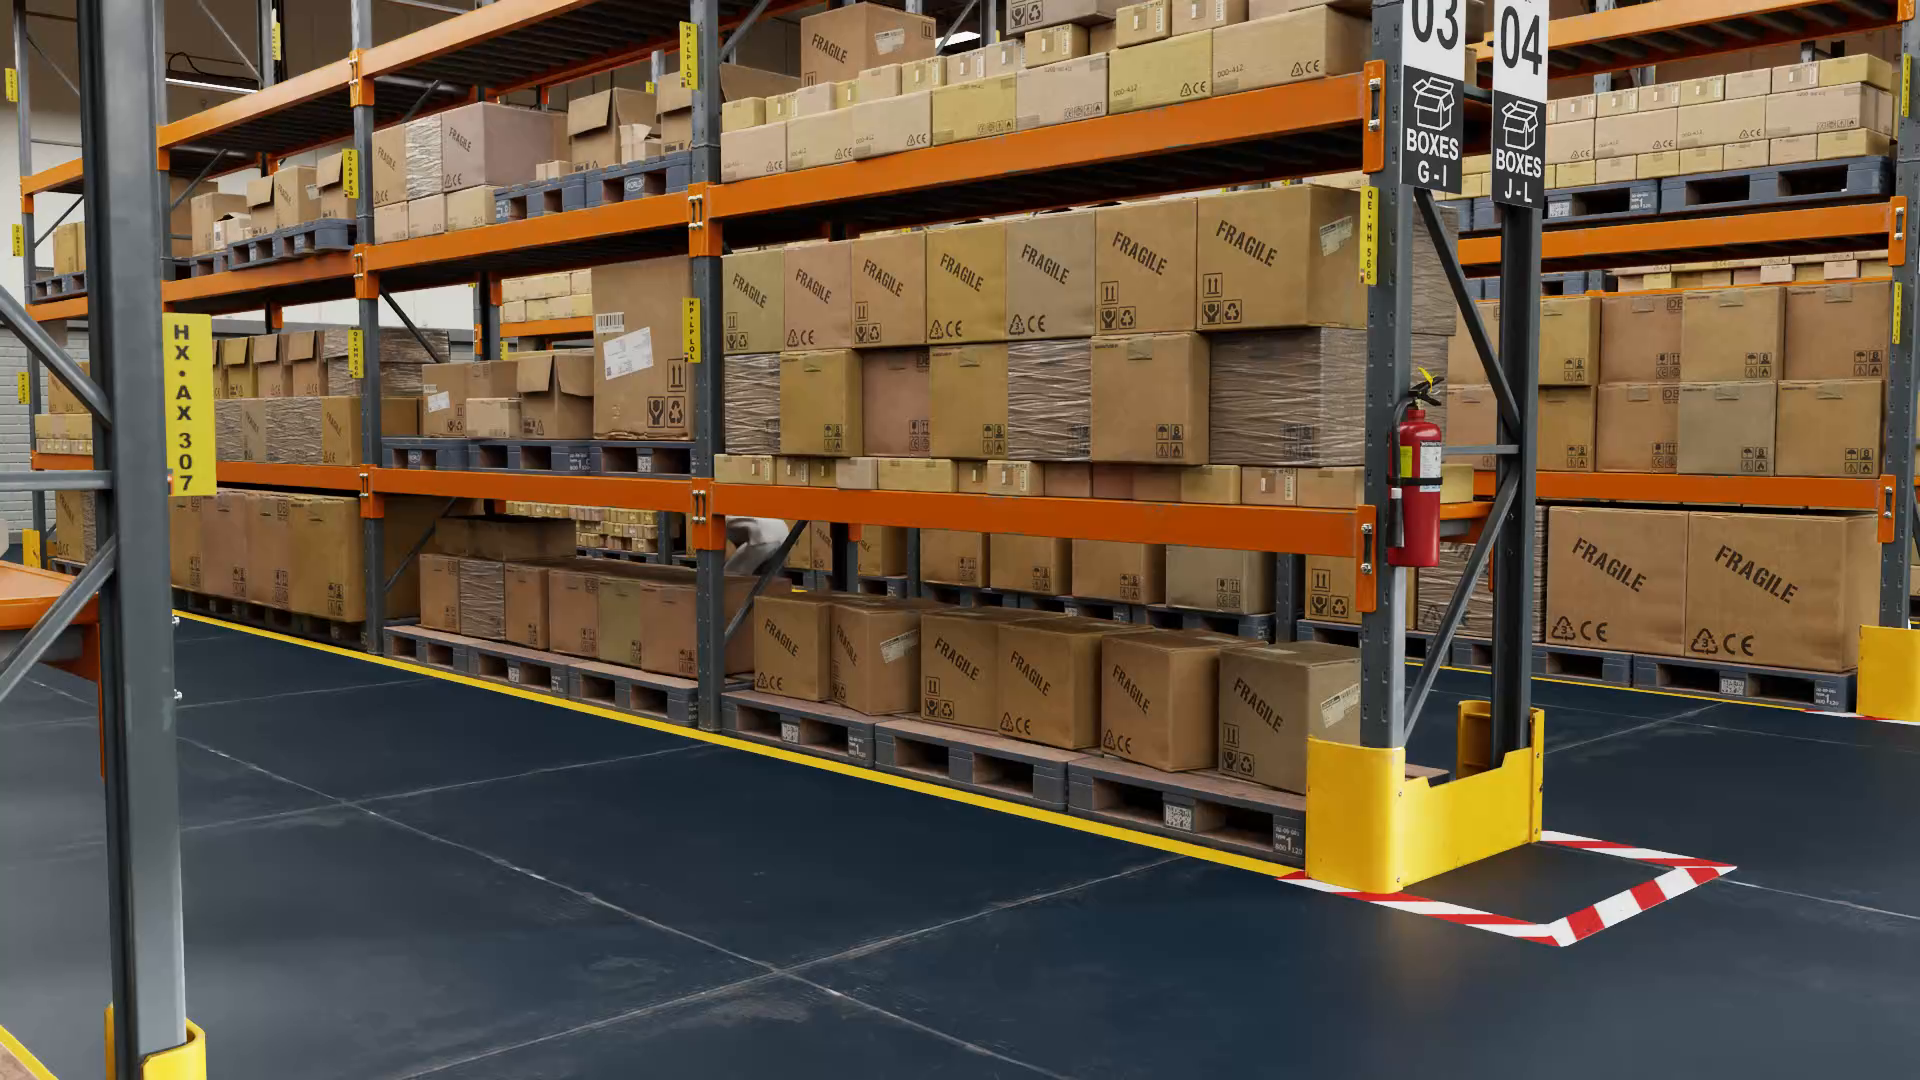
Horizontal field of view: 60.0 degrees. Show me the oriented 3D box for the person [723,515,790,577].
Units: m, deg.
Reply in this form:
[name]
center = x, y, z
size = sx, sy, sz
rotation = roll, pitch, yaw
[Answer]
[person]
center = -1.623, 0.229, 12.388
size = 0.865, 1.025, 0.466
rotation = 4, 5, 43
